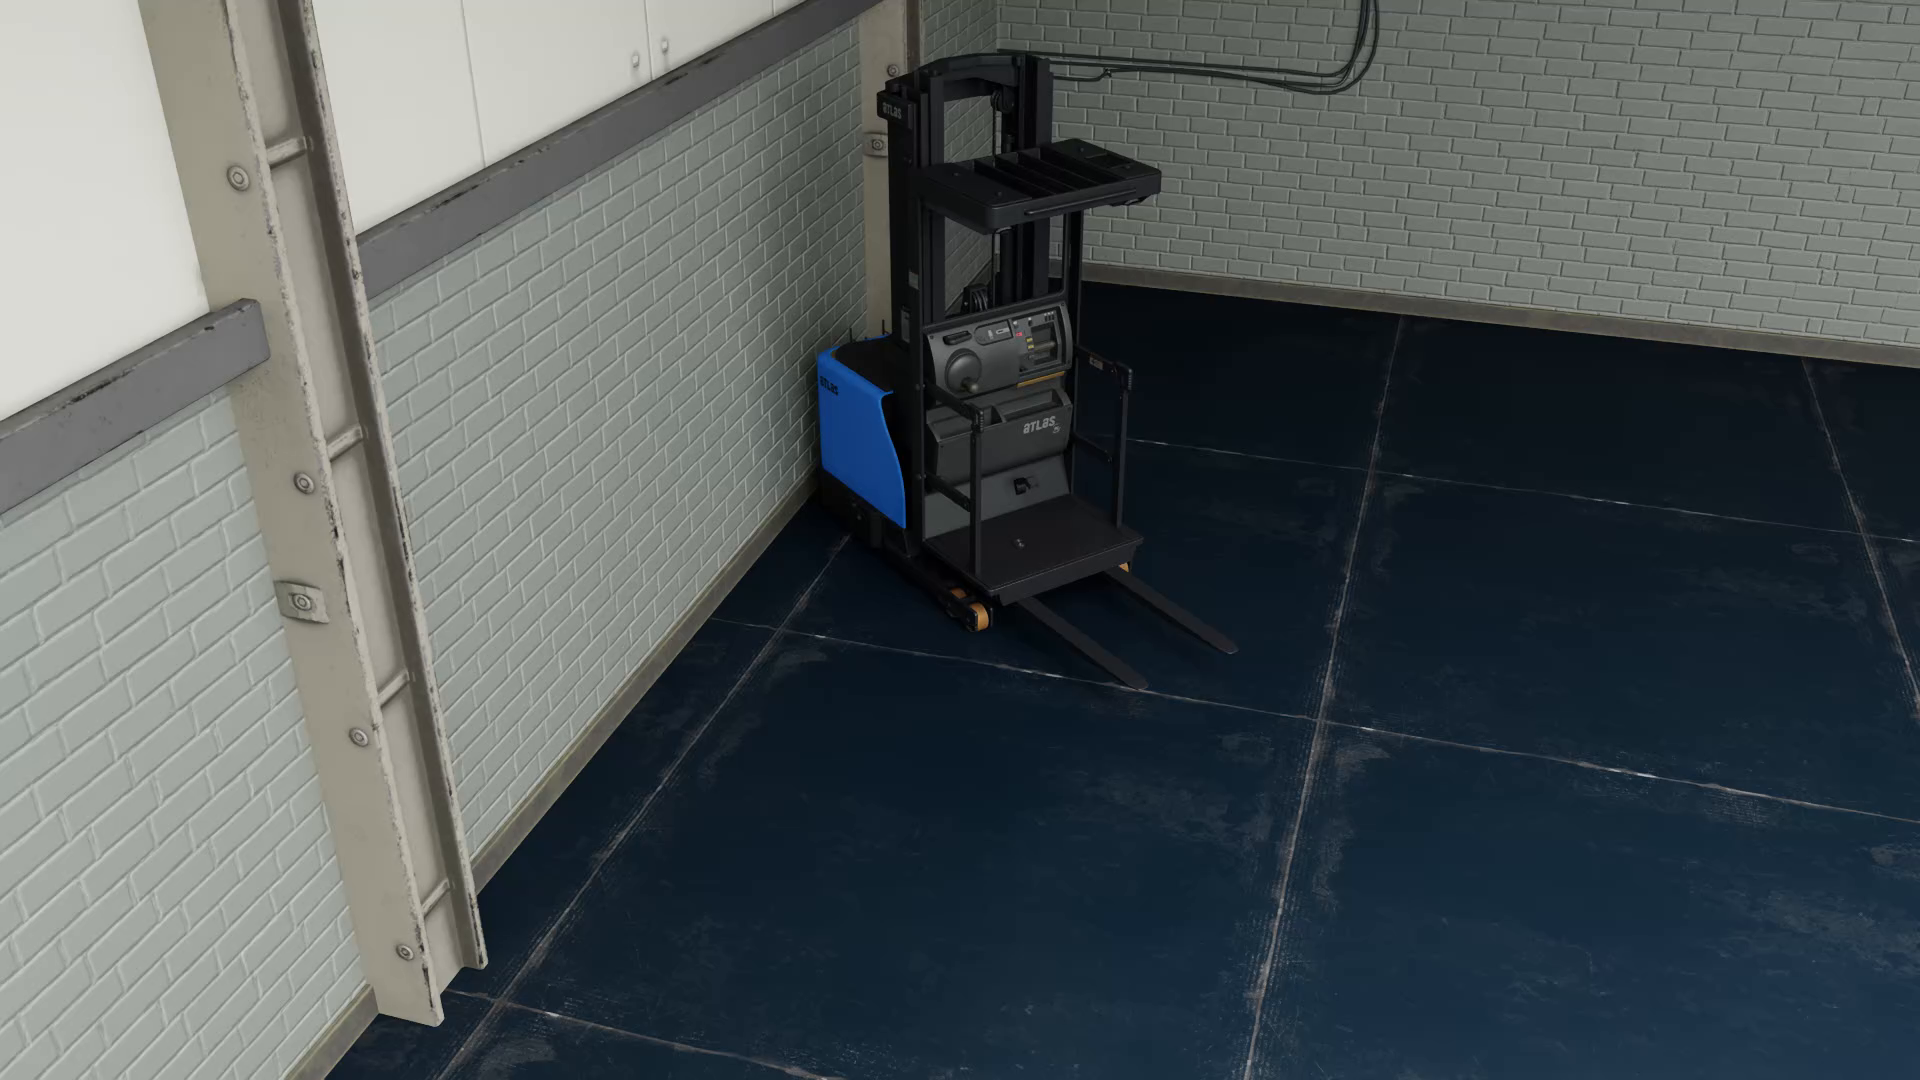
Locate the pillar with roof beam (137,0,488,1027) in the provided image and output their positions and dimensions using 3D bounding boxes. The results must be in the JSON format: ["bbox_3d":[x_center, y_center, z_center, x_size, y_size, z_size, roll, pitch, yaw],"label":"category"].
[{"bbox_3d":[1.916,-1.465,3.628,9.100,9.000,0.400,8,30,15],"label":"pillar with roof beam"}]

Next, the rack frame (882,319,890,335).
[{"bbox_3d":[-0.438,-0.911,10.807,0.008,1.050,0.200,-19,34,-30],"label":"rack frame"}]

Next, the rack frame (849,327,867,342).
[{"bbox_3d":[-0.639,-0.843,10.686,0.008,1.050,0.200,-19,34,-30],"label":"rack frame"}]

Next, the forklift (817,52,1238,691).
[{"bbox_3d":[0.347,-1.027,9.082,1.130,2.935,3.031,-18,34,-29],"label":"forklift"}]

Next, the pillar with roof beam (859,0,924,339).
[{"bbox_3d":[3.677,-4.254,8.640,9.100,9.000,0.400,8,30,15],"label":"pillar with roof beam"}]

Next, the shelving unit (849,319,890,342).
[{"bbox_3d":[-0.539,-0.877,10.747,0.252,1.050,0.215,-19,34,-30],"label":"shelving unit"}]

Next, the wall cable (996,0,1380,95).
[{"bbox_3d":[1.691,-4.691,12.621,3.097,2.526,0.112,8,30,15],"label":"wall cable"}]
